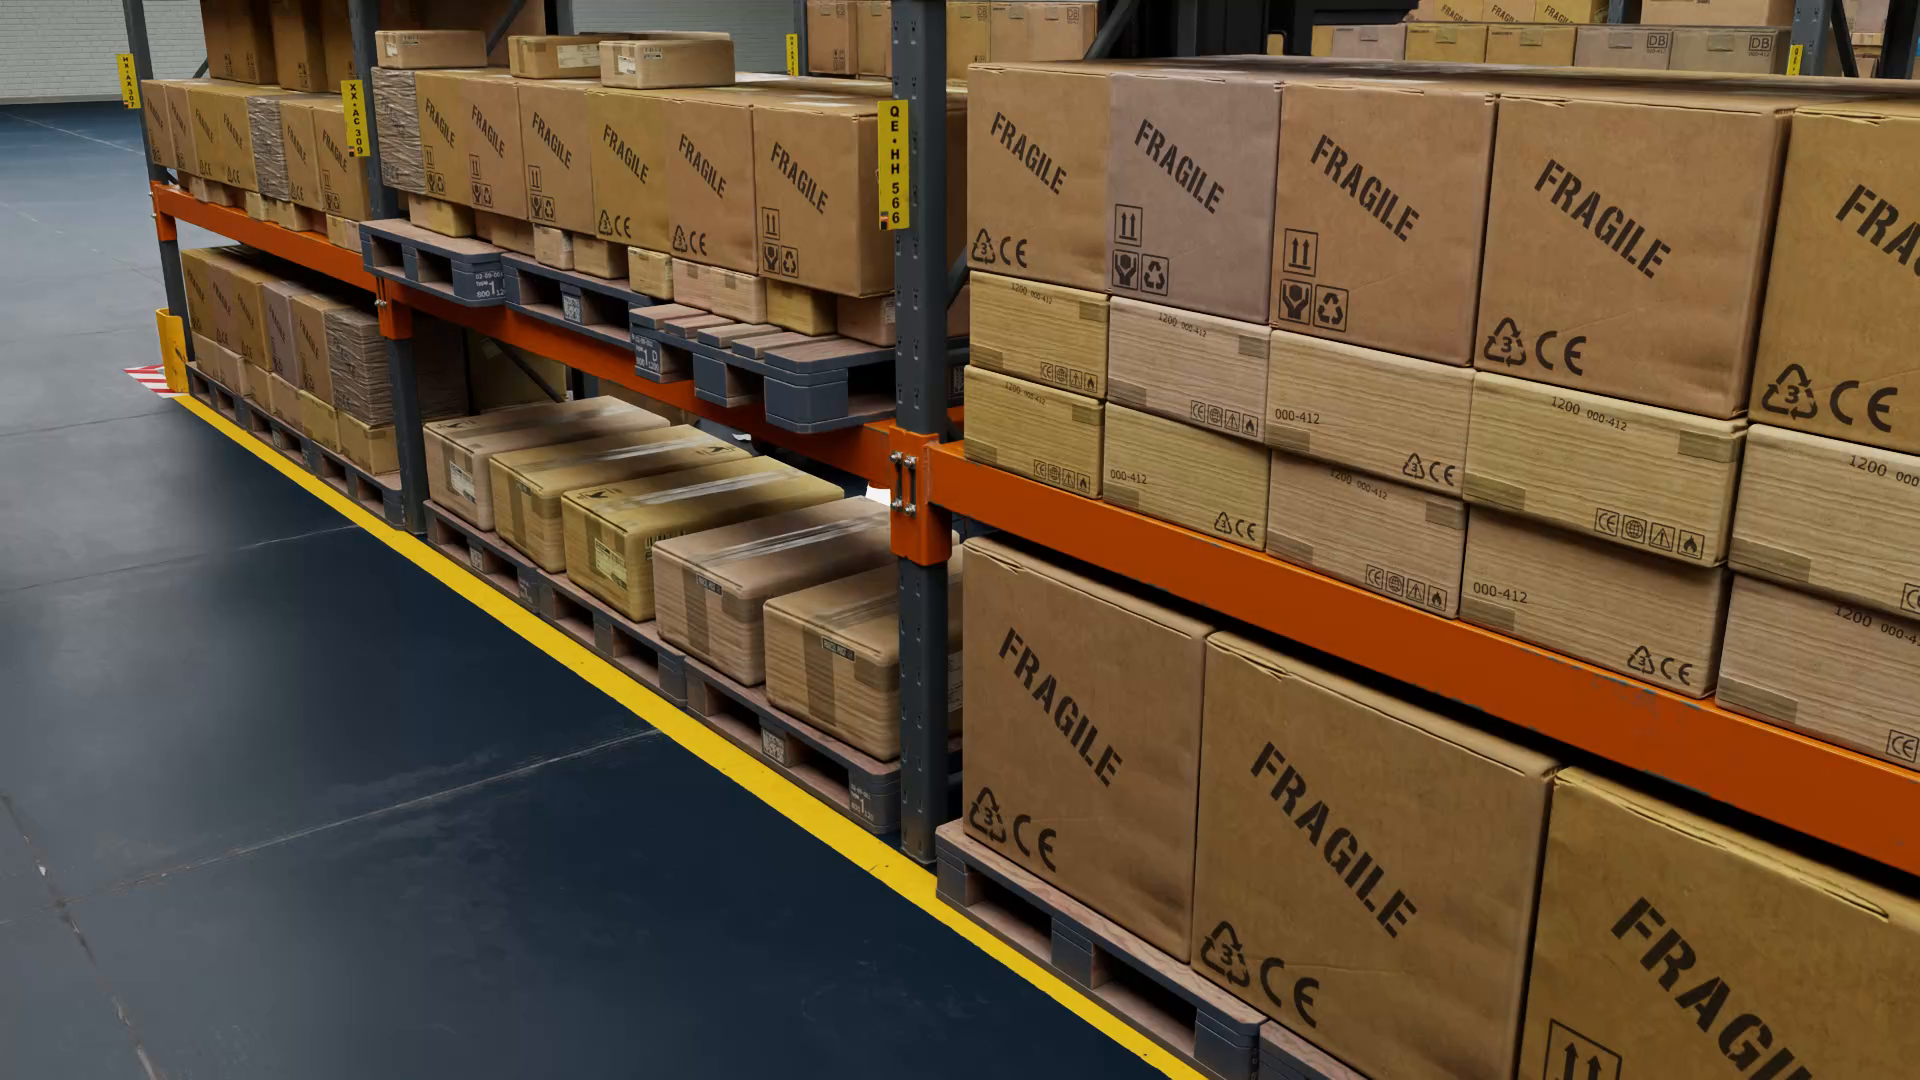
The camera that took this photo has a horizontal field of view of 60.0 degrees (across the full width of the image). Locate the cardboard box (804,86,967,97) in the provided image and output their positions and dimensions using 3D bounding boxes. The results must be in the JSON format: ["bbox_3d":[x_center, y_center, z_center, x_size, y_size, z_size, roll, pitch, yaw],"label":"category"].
[{"bbox_3d":[-0.176,-1.234,5.518,0.500,0.500,0.500,-13,22,-33],"label":"cardboard box"}]

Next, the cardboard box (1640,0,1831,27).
[{"bbox_3d":[5.920,-3.744,12.776,1.000,1.000,1.000,-14,23,-36],"label":"cardboard box"}]

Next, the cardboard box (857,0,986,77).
[{"bbox_3d":[-0.284,-3.893,12.891,0.875,0.550,0.550,-14,23,-36],"label":"cardboard box"}]

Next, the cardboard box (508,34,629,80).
[{"bbox_3d":[-1.462,-1.812,6.232,0.380,0.149,0.250,-12,22,-33],"label":"cardboard box"}]

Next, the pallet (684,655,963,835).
[{"bbox_3d":[-0.233,0.568,5.813,1.003,0.211,1.213,-14,23,-36],"label":"pallet"}]

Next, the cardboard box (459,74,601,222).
[{"bbox_3d":[-1.558,-1.518,6.374,0.500,0.500,0.500,-14,23,-36],"label":"cardboard box"}]

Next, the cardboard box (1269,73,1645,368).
[{"bbox_3d":[0.991,-0.665,3.350,0.500,0.500,0.500,-13,22,-35],"label":"cardboard box"}]

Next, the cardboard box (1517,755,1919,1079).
[{"bbox_3d":[1.720,0.873,3.165,0.875,0.875,0.875,-13,22,-35],"label":"cardboard box"}]

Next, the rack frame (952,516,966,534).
[{"bbox_3d":[-0.043,-0.515,7.748,0.200,1.050,0.008,-14,23,-36],"label":"rack frame"}]

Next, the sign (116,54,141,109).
[{"bbox_3d":[-5.141,-2.840,10.289,0.100,0.325,0.005,-14,23,-36],"label":"sign"}]

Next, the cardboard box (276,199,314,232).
[{"bbox_3d":[-3.304,-1.699,8.622,0.380,0.149,0.250,-14,23,-37],"label":"cardboard box"}]

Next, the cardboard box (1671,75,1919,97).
[{"bbox_3d":[1.714,-0.634,3.257,0.500,0.500,0.500,-14,23,-37],"label":"cardboard box"}]

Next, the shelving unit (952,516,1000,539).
[{"bbox_3d":[0.033,-0.485,7.658,0.215,1.050,0.252,-14,23,-36],"label":"shelving unit"}]

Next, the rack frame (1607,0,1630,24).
[{"bbox_3d":[5.536,-3.483,13.610,1.000,3.000,0.127,-14,23,-36],"label":"rack frame"}]

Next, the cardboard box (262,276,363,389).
[{"bbox_3d":[-3.445,-1.143,9.055,0.500,0.500,0.500,-13,22,-33],"label":"cardboard box"}]

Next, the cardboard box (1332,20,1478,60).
[{"bbox_3d":[2.533,-2.690,9.465,0.700,0.500,0.500,-14,23,-36],"label":"cardboard box"}]

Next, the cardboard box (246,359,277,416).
[{"bbox_3d":[-3.772,-0.917,9.565,0.500,0.250,0.500,-12,22,-32],"label":"cardboard box"}]

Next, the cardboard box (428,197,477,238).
[{"bbox_3d":[-1.989,-1.368,6.953,0.380,0.149,0.250,-13,23,-35],"label":"cardboard box"}]

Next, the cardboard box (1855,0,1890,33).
[{"bbox_3d":[11.778,-6.681,21.046,0.700,0.500,0.500,-14,23,-36],"label":"cardboard box"}]

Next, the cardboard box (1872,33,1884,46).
[{"bbox_3d":[11.697,-6.301,20.929,0.380,0.149,0.250,-14,23,-37],"label":"cardboard box"}]

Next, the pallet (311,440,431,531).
[{"bbox_3d":[-2.677,-0.384,8.686,1.003,0.211,1.213,-14,23,-36],"label":"pallet"}]

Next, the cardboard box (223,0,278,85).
[{"bbox_3d":[-3.919,-2.988,9.893,0.700,0.500,0.500,-14,23,-36],"label":"cardboard box"}]

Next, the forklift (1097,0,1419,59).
[{"bbox_3d":[1.465,-1.653,8.193,3.031,2.935,1.130,-11,21,-29],"label":"forklift"}]

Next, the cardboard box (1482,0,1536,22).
[{"bbox_3d":[4.730,-4.327,13.934,0.500,0.500,0.500,-14,23,-36],"label":"cardboard box"}]

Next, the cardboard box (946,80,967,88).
[{"bbox_3d":[0.337,-3.098,12.208,0.875,0.550,0.500,-14,23,-36],"label":"cardboard box"}]

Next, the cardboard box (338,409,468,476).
[{"bbox_3d":[-2.810,-0.536,8.416,0.500,0.250,0.500,-13,22,-34],"label":"cardboard box"}]

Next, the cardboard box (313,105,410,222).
[{"bbox_3d":[-2.703,-1.799,7.890,0.500,0.500,0.500,-15,23,-37],"label":"cardboard box"}]

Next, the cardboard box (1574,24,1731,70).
[{"bbox_3d":[3.483,-2.313,8.327,0.700,0.500,0.500,-14,23,-37],"label":"cardboard box"}]

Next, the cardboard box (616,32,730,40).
[{"bbox_3d":[-1.142,-1.945,6.632,0.380,0.149,0.250,-15,24,-38],"label":"cardboard box"}]

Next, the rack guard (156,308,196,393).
[{"bbox_3d":[-4.669,-1.329,11.082,1.175,0.500,0.348,-14,23,-36],"label":"rack guard"}]

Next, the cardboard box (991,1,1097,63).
[{"bbox_3d":[0.723,-3.494,11.686,0.875,0.550,0.550,-14,23,-36],"label":"cardboard box"}]

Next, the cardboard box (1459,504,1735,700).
[{"bbox_3d":[1.321,0.052,3.172,0.500,0.250,0.500,-14,23,-36],"label":"cardboard box"}]

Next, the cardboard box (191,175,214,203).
[{"bbox_3d":[-4.277,-2.079,9.769,0.380,0.149,0.250,-14,23,-35],"label":"cardboard box"}]

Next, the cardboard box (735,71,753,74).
[{"bbox_3d":[-1.141,-1.618,6.676,0.500,0.500,0.500,-13,22,-34],"label":"cardboard box"}]

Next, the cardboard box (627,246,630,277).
[{"bbox_3d":[-0.940,-0.999,5.838,0.380,0.149,0.250,-14,23,-36],"label":"cardboard box"}]

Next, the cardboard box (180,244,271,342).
[{"bbox_3d":[-4.416,-1.526,10.213,0.500,0.500,0.500,-15,23,-38],"label":"cardboard box"}]

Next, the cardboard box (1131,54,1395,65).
[{"bbox_3d":[0.777,-1.009,4.388,0.500,0.500,0.500,-15,23,-38],"label":"cardboard box"}]

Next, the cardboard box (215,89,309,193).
[{"bbox_3d":[-3.676,-2.176,9.031,0.500,0.500,0.500,-15,23,-37],"label":"cardboard box"}]

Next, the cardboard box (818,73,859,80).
[{"bbox_3d":[-0.632,-3.514,13.465,0.875,0.550,0.550,-14,23,-36],"label":"cardboard box"}]

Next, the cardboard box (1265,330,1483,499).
[{"bbox_3d":[0.992,-0.304,3.451,0.500,0.250,0.500,-14,23,-36],"label":"cardboard box"}]

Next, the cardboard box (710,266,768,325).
[{"bbox_3d":[-0.551,-0.784,5.188,0.380,0.149,0.250,-14,23,-37],"label":"cardboard box"}]

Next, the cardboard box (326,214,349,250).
[{"bbox_3d":[-2.831,-1.510,8.049,0.380,0.149,0.250,-13,23,-35],"label":"cardboard box"}]

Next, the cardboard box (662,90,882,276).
[{"bbox_3d":[-0.578,-1.134,5.216,0.500,0.500,0.500,-14,23,-37],"label":"cardboard box"}]

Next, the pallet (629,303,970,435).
[{"bbox_3d":[-0.275,-0.627,5.290,1.213,0.211,1.003,-14,23,-36],"label":"pallet"}]

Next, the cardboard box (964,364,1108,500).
[{"bbox_3d":[0.358,-0.322,4.303,0.500,0.250,0.500,-14,23,-37],"label":"cardboard box"}]

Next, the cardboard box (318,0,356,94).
[{"bbox_3d":[-2.926,-2.622,8.787,0.700,0.500,0.500,-15,23,-37],"label":"cardboard box"}]

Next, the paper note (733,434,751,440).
[{"bbox_3d":[-1.224,-0.603,9.635,0.148,0.019,0.142,-14,23,-36],"label":"paper note"}]

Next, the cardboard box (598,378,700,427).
[{"bbox_3d":[-1.831,-0.893,9.760,0.500,0.500,0.500,1,18,2],"label":"cardboard box"}]

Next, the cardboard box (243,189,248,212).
[{"bbox_3d":[-3.738,-1.898,9.221,0.380,0.149,0.250,-15,23,-38],"label":"cardboard box"}]

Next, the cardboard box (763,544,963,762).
[{"bbox_3d":[-0.092,0.344,5.565,0.950,0.372,0.625,-16,24,-40],"label":"cardboard box"}]

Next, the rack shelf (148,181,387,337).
[{"bbox_3d":[-3.474,-1.700,9.370,1.077,0.370,4.000,-14,23,-36],"label":"rack shelf"}]

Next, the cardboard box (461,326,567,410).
[{"bbox_3d":[-2.387,-0.997,8.615,0.500,0.500,0.500,-13,22,-34],"label":"cardboard box"}]

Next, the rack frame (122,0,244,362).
[{"bbox_3d":[-4.716,-2.535,10.745,1.000,3.000,0.127,-14,23,-36],"label":"rack frame"}]

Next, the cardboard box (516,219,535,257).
[{"bbox_3d":[-1.474,-1.180,6.386,0.380,0.149,0.250,-14,23,-36],"label":"cardboard box"}]

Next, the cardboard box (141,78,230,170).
[{"bbox_3d":[-4.639,-2.552,10.167,0.500,0.500,0.500,-14,23,-37],"label":"cardboard box"}]

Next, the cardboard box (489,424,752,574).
[{"bbox_3d":[-1.456,-0.196,7.194,0.950,0.372,0.625,-12,22,-33],"label":"cardboard box"}]
